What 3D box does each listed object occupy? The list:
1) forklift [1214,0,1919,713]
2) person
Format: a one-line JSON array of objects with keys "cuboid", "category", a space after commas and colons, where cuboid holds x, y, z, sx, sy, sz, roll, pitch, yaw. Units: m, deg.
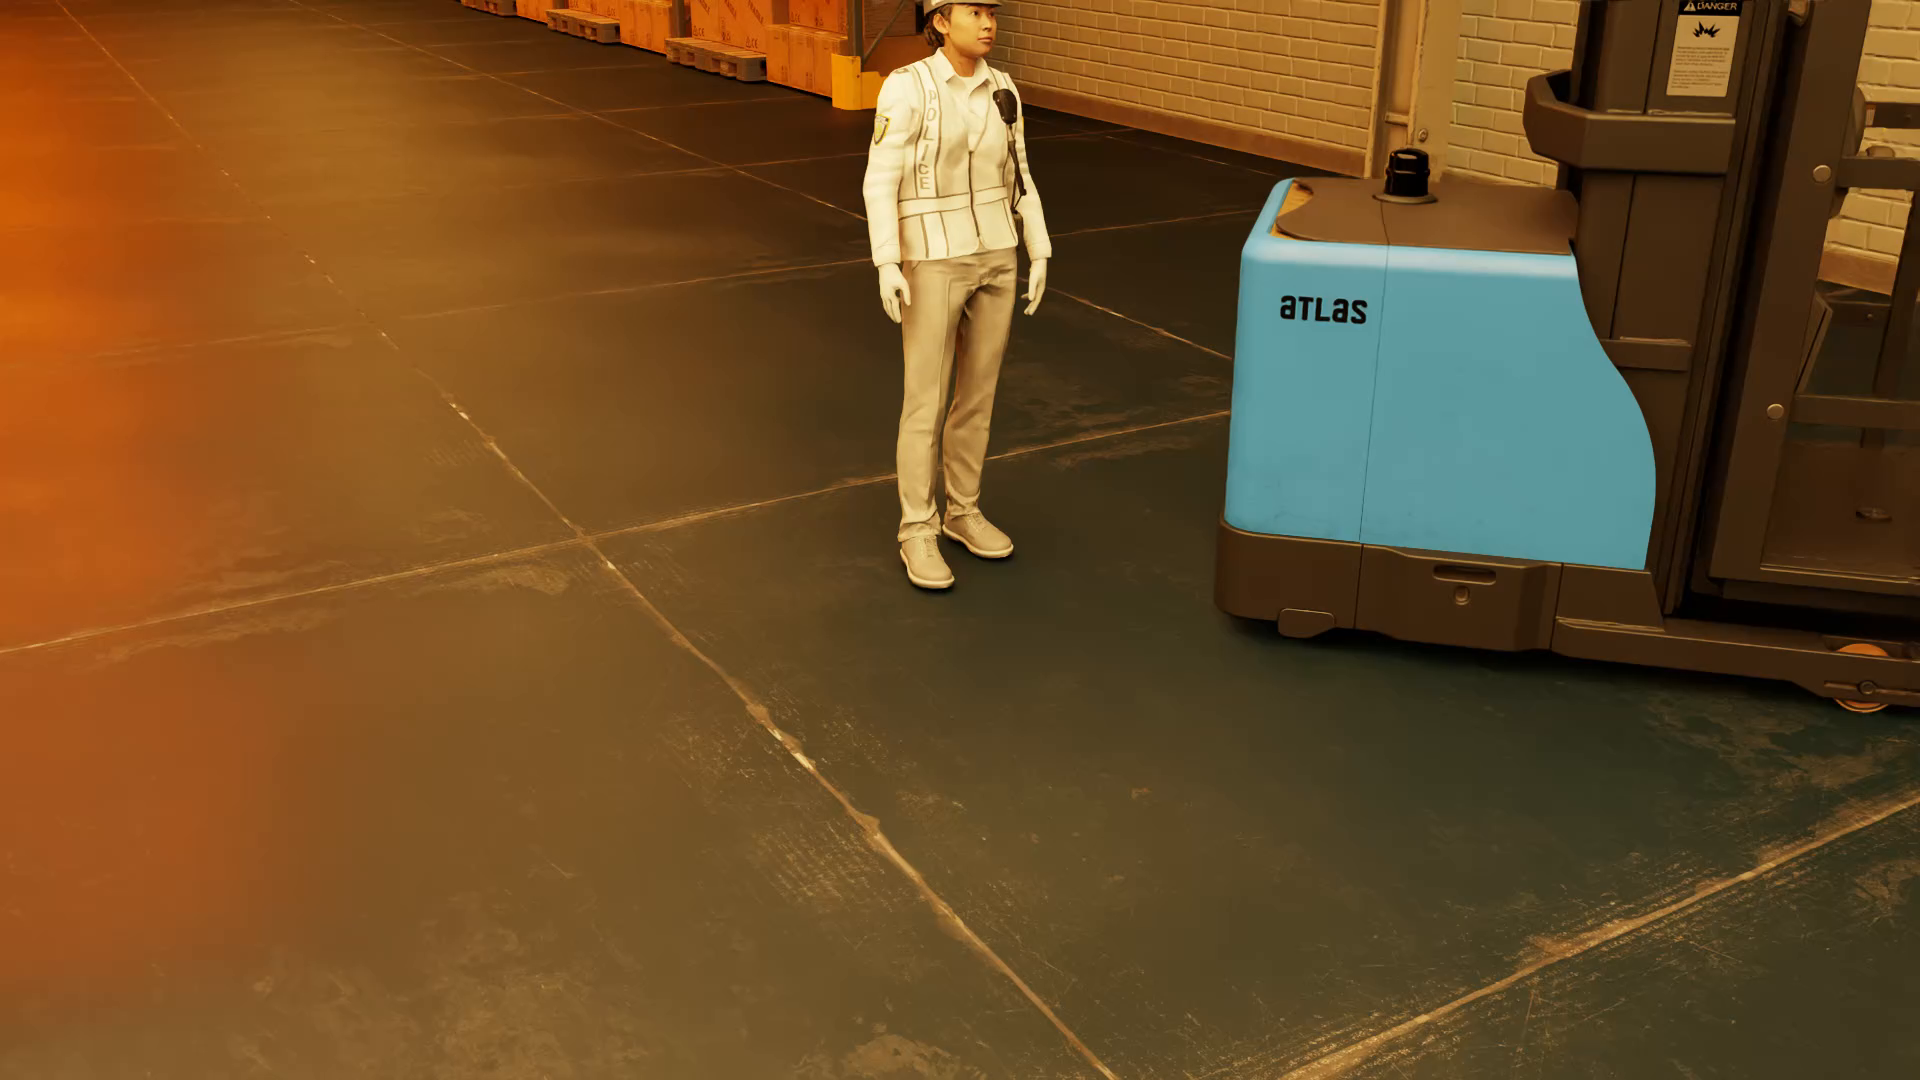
[{"cuboid": [2.268, -1.135, 4.040, 3.031, 2.935, 1.130, 6, 23, 14], "category": "forklift"}, {"cuboid": [0.029, -0.767, 4.753, 0.588, 1.695, 0.531, -12, 25, -28], "category": "person"}]
